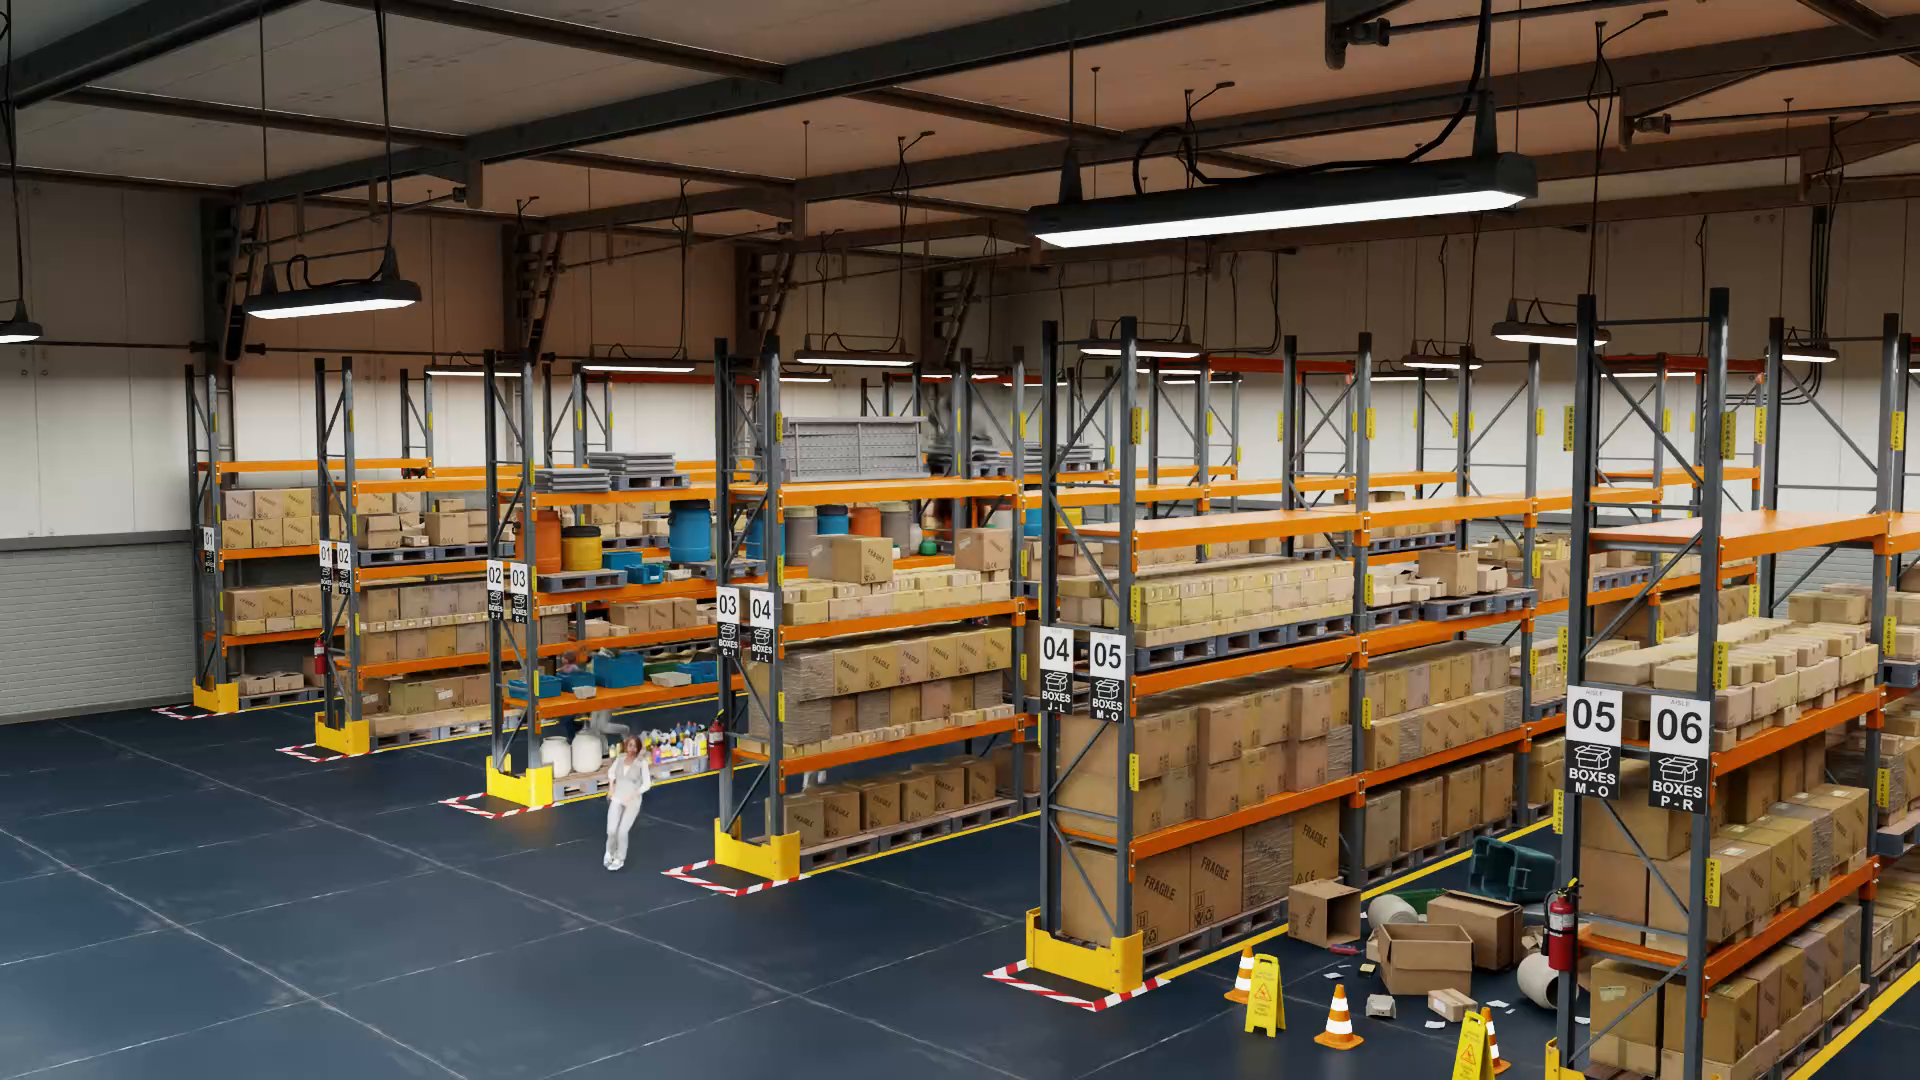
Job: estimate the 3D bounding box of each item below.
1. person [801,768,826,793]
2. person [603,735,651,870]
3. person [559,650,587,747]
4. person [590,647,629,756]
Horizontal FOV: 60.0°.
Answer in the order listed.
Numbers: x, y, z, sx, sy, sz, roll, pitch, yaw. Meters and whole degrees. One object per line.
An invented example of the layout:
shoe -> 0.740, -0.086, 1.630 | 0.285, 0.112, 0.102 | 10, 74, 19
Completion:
person -> -1.935, 2.590, 22.276 | 0.709, 1.752, 0.869 | 2, 5, 28
person -> -3.758, 2.957, 18.672 | 0.583, 1.541, 0.509 | 0, 4, 3
person -> -5.900, 2.453, 25.376 | 0.578, 1.572, 0.531 | -4, 6, -45
person -> -5.318, 2.430, 25.062 | 0.588, 1.665, 0.608 | -4, 6, -45
